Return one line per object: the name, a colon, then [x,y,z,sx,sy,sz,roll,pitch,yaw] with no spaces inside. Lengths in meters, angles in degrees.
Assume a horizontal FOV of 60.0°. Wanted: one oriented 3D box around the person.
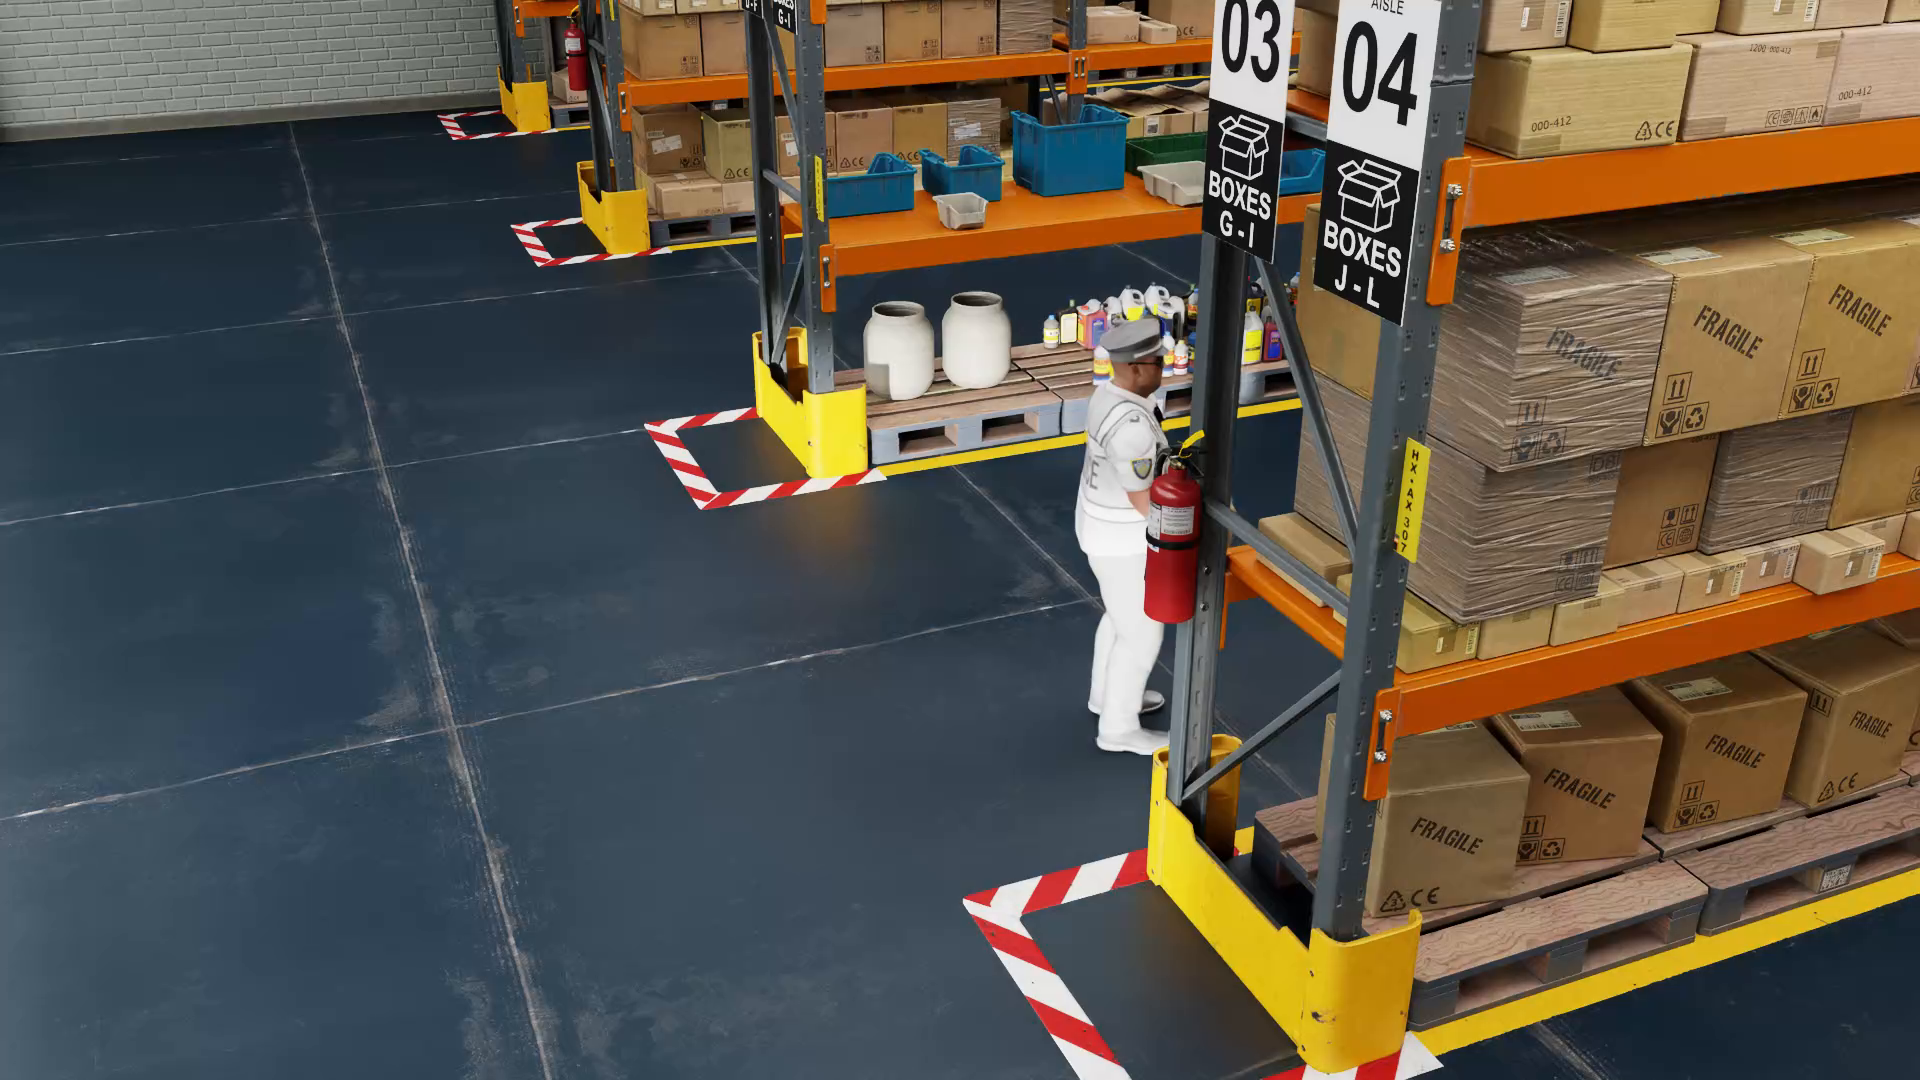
person: [0.729,-0.024,6.623,0.525,1.773,0.527,-1,26,-2]
